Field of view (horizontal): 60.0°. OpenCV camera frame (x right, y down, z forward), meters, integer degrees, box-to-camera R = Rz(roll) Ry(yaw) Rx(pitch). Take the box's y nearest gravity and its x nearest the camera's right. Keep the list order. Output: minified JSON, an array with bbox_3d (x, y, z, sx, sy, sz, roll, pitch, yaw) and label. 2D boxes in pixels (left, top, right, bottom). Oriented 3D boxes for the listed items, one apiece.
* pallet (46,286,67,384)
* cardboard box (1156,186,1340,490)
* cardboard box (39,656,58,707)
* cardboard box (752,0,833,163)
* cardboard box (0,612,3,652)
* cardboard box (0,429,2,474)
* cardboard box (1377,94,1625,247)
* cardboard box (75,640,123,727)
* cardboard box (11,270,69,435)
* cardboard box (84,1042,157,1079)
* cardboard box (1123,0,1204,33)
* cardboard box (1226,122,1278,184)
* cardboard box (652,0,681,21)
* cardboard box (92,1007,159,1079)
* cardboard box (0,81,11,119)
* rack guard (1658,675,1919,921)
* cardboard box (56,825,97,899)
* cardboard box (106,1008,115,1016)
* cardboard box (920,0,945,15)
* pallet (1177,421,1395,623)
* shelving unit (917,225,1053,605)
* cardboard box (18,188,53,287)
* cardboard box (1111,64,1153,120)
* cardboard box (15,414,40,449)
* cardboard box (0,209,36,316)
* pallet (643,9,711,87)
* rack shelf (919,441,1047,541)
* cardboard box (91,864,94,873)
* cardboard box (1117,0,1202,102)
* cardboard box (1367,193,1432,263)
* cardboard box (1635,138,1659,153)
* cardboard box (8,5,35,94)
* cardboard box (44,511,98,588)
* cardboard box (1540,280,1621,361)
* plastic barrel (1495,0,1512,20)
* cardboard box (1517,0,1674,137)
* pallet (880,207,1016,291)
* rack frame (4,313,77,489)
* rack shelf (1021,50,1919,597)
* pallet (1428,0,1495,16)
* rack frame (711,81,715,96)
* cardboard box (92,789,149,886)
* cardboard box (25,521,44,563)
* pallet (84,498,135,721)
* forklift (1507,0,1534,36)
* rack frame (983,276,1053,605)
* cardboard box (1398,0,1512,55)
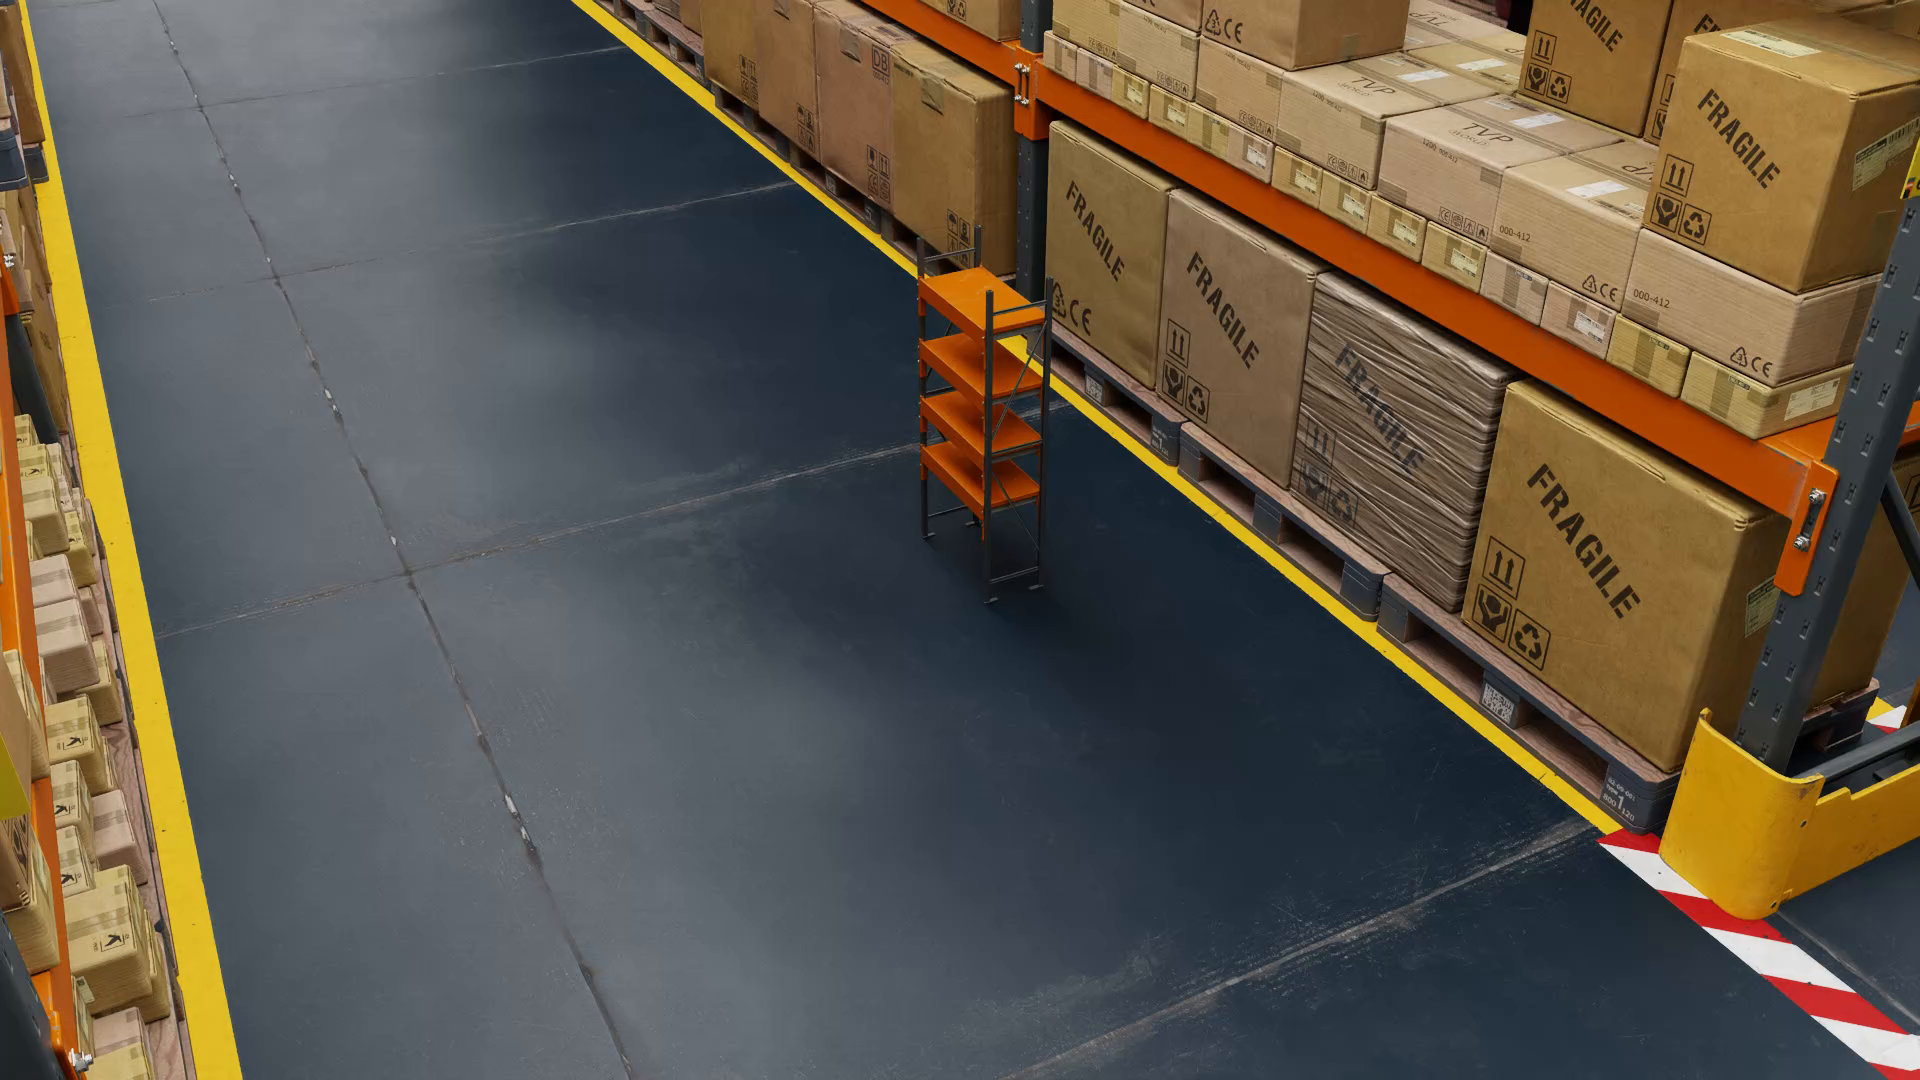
[{"bbox_3d":[-4.647,-0.926,7.500,1.003,0.211,1.213,-16,36,-23],"label":"pallet"},{"bbox_3d":[1.381,-0.863,6.397,0.875,0.875,0.875,-16,36,-23],"label":"cardboard box"},{"bbox_3d":[-2.622,0.481,4.420,0.380,0.149,0.250,-16,36,-23],"label":"cardboard box"},{"bbox_3d":[-0.428,-2.775,9.381,1.225,0.875,0.875,-16,36,-23],"label":"cardboard box"},{"bbox_3d":[-2.082,0.063,3.003,0.500,0.500,0.500,-16,36,-23],"label":"cardboard box"},{"bbox_3d":[-2.577,-0.235,4.069,0.380,0.149,0.250,-15,36,-22],"label":"cardboard box"},{"bbox_3d":[1.656,-1.148,5.125,0.500,0.250,0.500,-17,36,-25],"label":"cardboard box"},{"bbox_3d":[-2.743,0.473,4.985,0.380,0.149,0.250,-16,36,-23],"label":"cardboard box"},{"bbox_3d":[-3.820,-0.690,6.474,0.500,0.500,0.500,-14,35,-21],"label":"cardboard box"},{"bbox_3d":[-1.789,1.200,3.298,0.380,0.149,0.250,-18,37,-25],"label":"cardboard box"},{"bbox_3d":[0.945,-2.194,6.061,0.500,0.500,0.500,-16,36,-23],"label":"cardboard box"},{"bbox_3d":[1.173,-1.396,5.882,0.380,0.149,0.250,-15,36,-23],"label":"cardboard box"},{"bbox_3d":[-1.740,-3.963,11.565,0.700,0.500,0.500,-19,37,-27],"label":"cardboard box"},{"bbox_3d":[-1.940,1.202,3.572,0.380,0.149,0.250,-16,36,-23],"label":"cardboard box"},{"bbox_3d":[-3.487,-1.521,5.687,0.380,0.149,0.250,-18,37,-25],"label":"cardboard box"},{"bbox_3d":[2.601,0.627,4.807,1.175,0.500,0.348,-16,36,-23],"label":"rack guard"},{"bbox_3d":[-2.217,0.849,3.846,0.380,0.149,0.250,-18,37,-25],"label":"cardboard box"},{"bbox_3d":[-2.123,1.235,3.796,0.380,0.149,0.250,-15,36,-23],"label":"cardboard box"},{"bbox_3d":[0.041,-2.780,7.716,0.500,0.500,0.500,-15,35,-22],"label":"cardboard box"},{"bbox_3d":[1.583,-0.206,6.376,1.003,0.211,1.213,-16,36,-23],"label":"pallet"},{"bbox_3d":[0.077,-0.426,5.803,0.258,1.200,0.503,-16,36,-23],"label":"shelving unit"},{"bbox_3d":[-4.537,-1.434,7.636,0.500,0.500,0.500,-18,37,-25],"label":"cardboard box"},{"bbox_3d":[0.814,-1.764,6.456,0.380,0.149,0.250,-15,35,-22],"label":"cardboard box"},{"bbox_3d":[-3.314,-0.269,5.591,0.380,0.149,0.250,-15,36,-22],"label":"cardboard box"},{"bbox_3d":[-3.821,-1.005,6.271,0.500,0.250,0.500,-18,37,-25],"label":"cardboard box"},{"bbox_3d":[-1.503,-3.454,11.445,1.003,0.211,1.213,-16,36,-23],"label":"pallet"},{"bbox_3d":[0.077,-0.202,5.946,0.258,0.148,0.480,-16,36,-23],"label":"rack shelf"},{"bbox_3d":[-2.364,0.855,4.113,0.380,0.149,0.250,-18,37,-25],"label":"cardboard box"},{"bbox_3d":[0.940,-1.879,6.265,0.500,0.250,0.500,-16,36,-23],"label":"cardboard box"},{"bbox_3d":[1.534,-1.029,5.308,0.380,0.149,0.250,-16,36,-23],"label":"cardboard box"},{"bbox_3d":[2.357,-1.042,4.959,0.500,0.250,0.500,-16,36,-24],"label":"cardboard box"},{"bbox_3d":[-6.190,-3.014,9.870,1.050,0.750,0.750,-15,36,-22],"label":"cardboard box"},{"bbox_3d":[-3.004,0.072,5.335,0.380,0.149,0.250,-17,36,-25],"label":"cardboard box"},{"bbox_3d":[1.893,-0.662,4.736,0.380,0.149,0.250,-16,36,-23],"label":"cardboard box"},{"bbox_3d":[4.011,-3.894,11.393,0.600,0.588,0.708,-16,36,-23],"label":"plastic barrel"},{"bbox_3d":[2.125,-1.596,5.128,0.500,0.500,0.500,-17,36,-24],"label":"cardboard box"},{"bbox_3d":[0.298,-1.521,8.428,1.003,0.211,1.213,-16,36,-23],"label":"pallet"},{"bbox_3d":[-3.710,-1.146,5.259,1.000,3.000,0.127,-16,36,-23],"label":"rack frame"},{"bbox_3d":[1.657,-1.088,5.835,1.077,0.370,4.000,-16,36,-23],"label":"rack shelf"},{"bbox_3d":[3.646,-3.960,12.236,1.003,0.211,1.213,-16,36,-23],"label":"pallet"},{"bbox_3d":[-1.140,-4.254,10.110,1.000,3.000,0.127,-16,36,-23],"label":"rack frame"},{"bbox_3d":[-2.387,0.846,4.402,0.380,0.149,0.250,-18,37,-25],"label":"cardboard box"},{"bbox_3d":[-2.985,0.104,5.010,0.380,0.149,0.250,-15,35,-22],"label":"cardboard box"},{"bbox_3d":[-3.366,0.340,5.524,1.003,0.211,1.213,-16,36,-23],"label":"pallet"},{"bbox_3d":[2.526,-2.213,6.988,1.130,2.935,3.031,-18,37,-25],"label":"forklift"},{"bbox_3d":[0.191,-0.310,5.621,0.240,1.200,0.015,-16,36,-23],"label":"rack frame"},{"bbox_3d":[1.644,-1.773,6.100,0.500,0.250,0.500,-15,36,-22],"label":"cardboard box"}]
